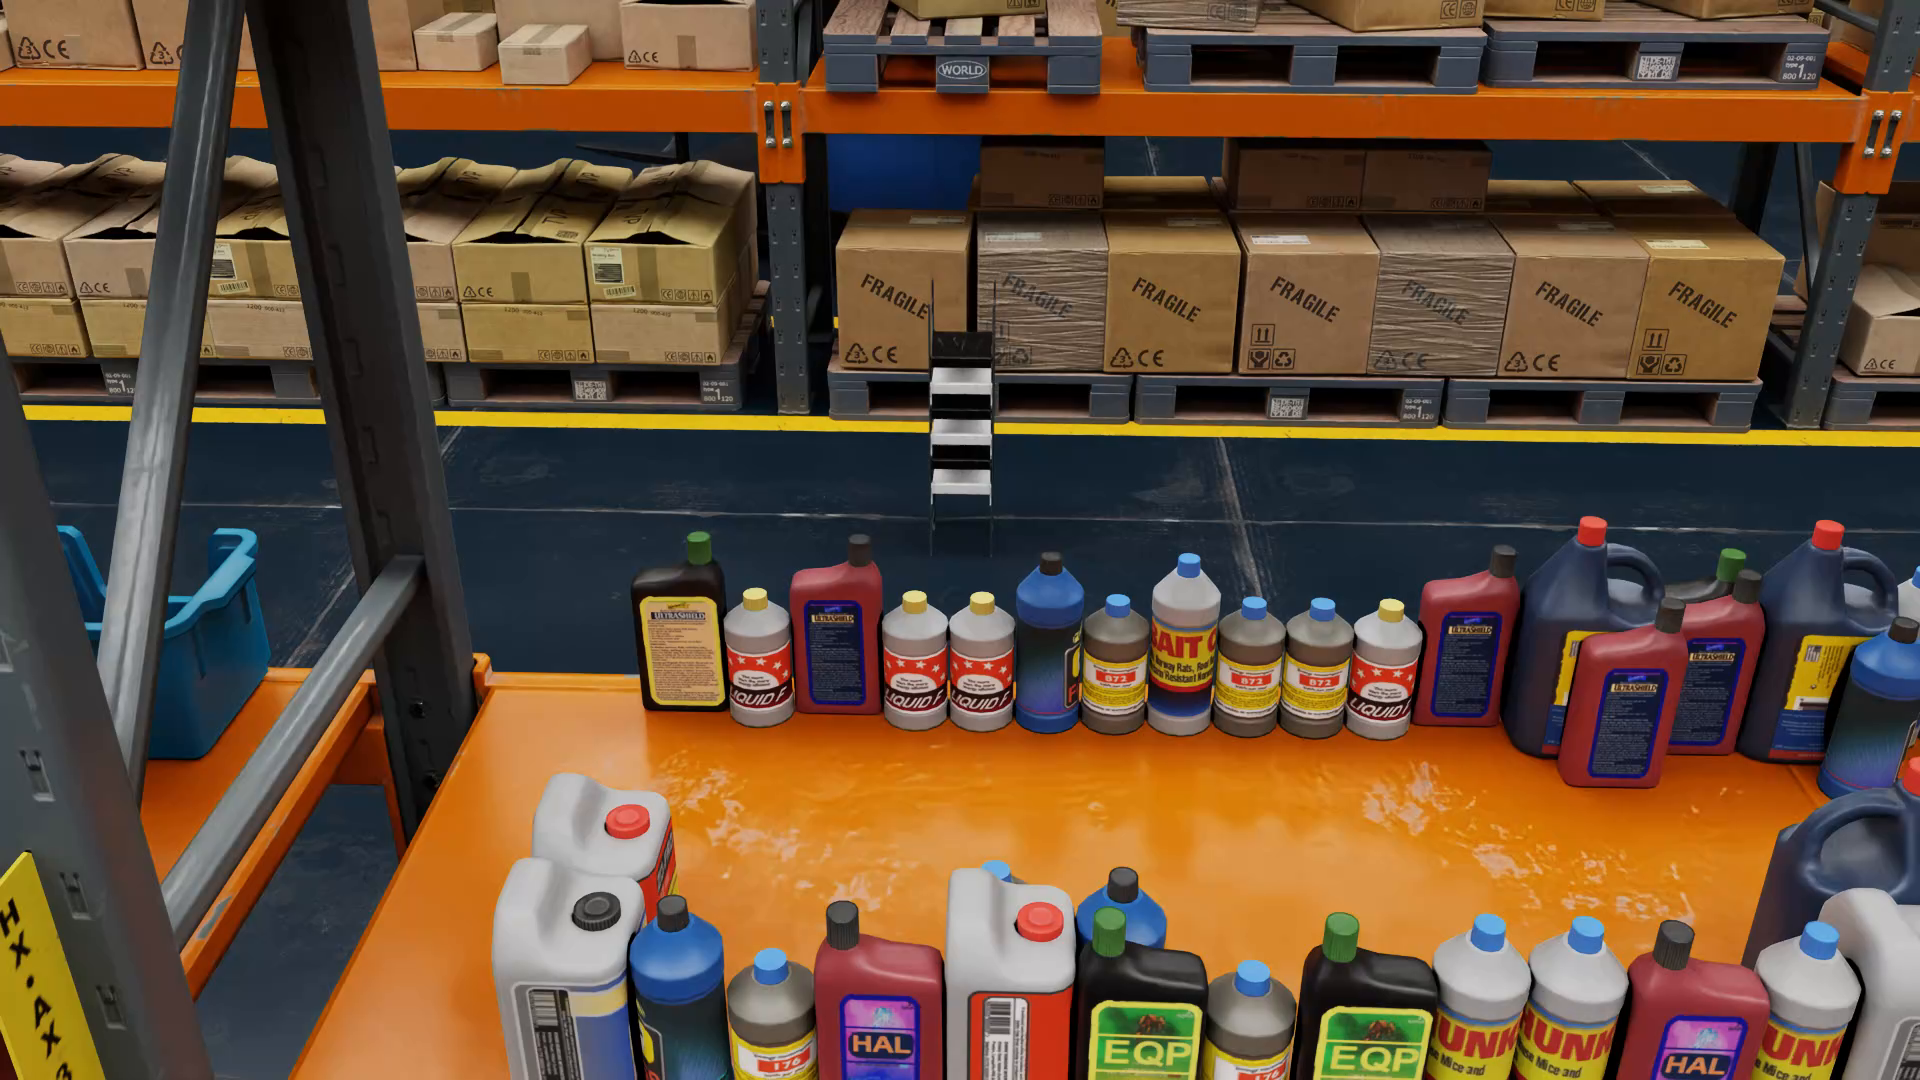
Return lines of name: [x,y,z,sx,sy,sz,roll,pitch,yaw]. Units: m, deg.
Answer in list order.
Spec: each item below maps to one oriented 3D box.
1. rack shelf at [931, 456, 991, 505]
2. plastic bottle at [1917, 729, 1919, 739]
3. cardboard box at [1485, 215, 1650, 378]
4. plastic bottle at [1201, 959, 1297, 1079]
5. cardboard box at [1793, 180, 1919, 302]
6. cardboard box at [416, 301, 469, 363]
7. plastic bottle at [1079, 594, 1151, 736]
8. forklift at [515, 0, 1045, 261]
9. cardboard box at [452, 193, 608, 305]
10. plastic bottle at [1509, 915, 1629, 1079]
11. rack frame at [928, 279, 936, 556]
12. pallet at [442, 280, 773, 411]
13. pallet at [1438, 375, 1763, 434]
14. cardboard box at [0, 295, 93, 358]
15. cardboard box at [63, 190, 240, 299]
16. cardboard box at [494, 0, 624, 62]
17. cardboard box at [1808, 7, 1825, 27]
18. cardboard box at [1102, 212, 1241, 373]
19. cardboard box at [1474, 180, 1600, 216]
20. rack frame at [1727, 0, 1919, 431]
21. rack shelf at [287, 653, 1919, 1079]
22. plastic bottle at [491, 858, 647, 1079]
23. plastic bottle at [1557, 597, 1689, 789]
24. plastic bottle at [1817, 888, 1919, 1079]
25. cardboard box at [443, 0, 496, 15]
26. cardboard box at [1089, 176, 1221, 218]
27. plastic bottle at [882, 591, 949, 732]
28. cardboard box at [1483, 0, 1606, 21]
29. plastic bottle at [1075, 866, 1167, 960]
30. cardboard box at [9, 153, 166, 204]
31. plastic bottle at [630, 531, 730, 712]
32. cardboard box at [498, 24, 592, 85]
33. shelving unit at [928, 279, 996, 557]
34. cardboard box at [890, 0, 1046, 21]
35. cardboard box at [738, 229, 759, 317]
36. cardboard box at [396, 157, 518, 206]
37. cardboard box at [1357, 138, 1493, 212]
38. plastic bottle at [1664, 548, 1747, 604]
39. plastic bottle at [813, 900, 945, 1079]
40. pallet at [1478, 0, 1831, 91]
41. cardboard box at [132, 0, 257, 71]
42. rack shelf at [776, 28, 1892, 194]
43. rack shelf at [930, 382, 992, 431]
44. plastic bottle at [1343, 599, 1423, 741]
rack shelf: [0.008,-0.209,5.639,0.200,0.077,0.258,1,28,2]
plastic bottle: [1.446,0.164,2.375,0.097,0.271,0.097,0,28,0]
cardboard box: [2.349,-0.967,6.571,0.500,0.500,0.500,1,28,2]
plastic bottle: [0.302,0.532,1.756,0.097,0.201,0.097,0,28,0]
cardboard box: [3.926,-1.205,7.019,0.500,0.500,0.500,1,28,2]
cardboard box: [-2.203,-0.939,6.807,0.500,0.250,0.500,2,28,3]
plastic bottle: [0.227,0.175,2.430,0.097,0.201,0.097,0,28,0]
forklift: [-0.951,-2.961,8.207,3.031,2.935,1.130,12,30,21]
cardboard box: [-1.703,-1.175,6.652,0.500,0.311,0.500,1,28,1]
plastic bottle: [0.630,0.506,1.730,0.097,0.271,0.097,0,28,0]
rack frame: [-0.093,-0.399,5.542,0.006,0.900,0.240,1,28,2]
pallet: [-1.473,-0.857,7.142,1.213,0.211,1.003,1,28,2]
pallet: [2.532,-0.755,6.949,1.213,0.211,1.003,1,28,2]
cardboard box: [-3.744,-0.963,6.851,0.500,0.250,0.500,2,28,3]
cardboard box: [-3.227,-1.200,6.699,0.500,0.311,0.500,0,28,0]
cardboard box: [-1.538,-2.124,6.648,0.500,0.311,0.500,1,28,1]
cardboard box: [5.276,-3.311,11.015,0.500,0.500,0.700,2,28,3]
cardboard box: [0.818,-0.989,6.613,0.500,0.500,0.500,1,28,1]
cardboard box: [2.338,-1.207,7.023,0.500,0.500,0.500,1,28,3]
rack frame: [3.346,-1.991,6.304,0.127,3.000,1.000,1,28,2]
rack shelf: [1.169,0.612,2.161,4.000,0.370,1.077,1,28,2]
plastic bottle: [-0.409,0.474,1.785,0.135,0.276,0.152,1,28,2]
plastic bottle: [0.911,0.209,2.278,0.133,0.283,0.061,1,28,2]
plastic bottle: [0.977,0.497,1.742,0.135,0.276,0.152,1,28,2]
cardboard box: [-3.223,-3.543,11.430,0.500,0.500,0.700,0,28,1]
cardboard box: [0.809,-1.233,7.073,0.500,0.500,0.500,0,28,0]
plastic bottle: [-0.065,0.170,2.439,0.097,0.201,0.097,0,28,0]
cardboard box: [2.191,-2.315,6.360,0.500,0.500,0.700,5,28,10]
plastic bottle: [0.171,0.470,1.798,0.097,0.271,0.097,0,28,0]
cardboard box: [-3.714,-1.464,7.197,0.500,0.311,0.500,2,28,3]
plastic bottle: [-0.410,0.120,2.446,0.133,0.283,0.061,1,28,2]
cardboard box: [-1.560,-1.832,6.272,0.250,0.149,0.380,1,28,2]
shelving unit: [0.008,-0.397,5.539,0.210,0.900,0.258,1,28,2]
cardboard box: [-0.018,-2.330,6.387,0.500,0.500,0.700,-8,29,-15]
cardboard box: [-1.164,-1.174,7.250,0.500,0.250,0.500,1,28,2]
cardboard box: [-2.199,-1.436,7.145,0.500,0.311,0.500,0,28,0]
cardboard box: [1.872,-1.551,6.872,0.500,0.250,0.500,1,28,2]
plastic bottle: [1.050,0.144,2.401,0.133,0.283,0.061,1,28,2]
plastic bottle: [-0.082,0.498,1.733,0.133,0.283,0.061,1,28,2]
pallet: [2.551,-1.971,6.470,1.213,0.211,1.003,1,28,2]
cardboard box: [-2.855,-2.130,6.460,0.500,0.500,0.500,1,28,2]
rack shelf: [1.347,-1.707,6.535,4.000,0.370,1.077,1,28,2]
rack shelf: [0.008,-0.448,5.512,0.200,0.077,0.258,1,28,2]
plastic bottle: [0.616,0.181,2.417,0.097,0.201,0.097,0,28,0]
